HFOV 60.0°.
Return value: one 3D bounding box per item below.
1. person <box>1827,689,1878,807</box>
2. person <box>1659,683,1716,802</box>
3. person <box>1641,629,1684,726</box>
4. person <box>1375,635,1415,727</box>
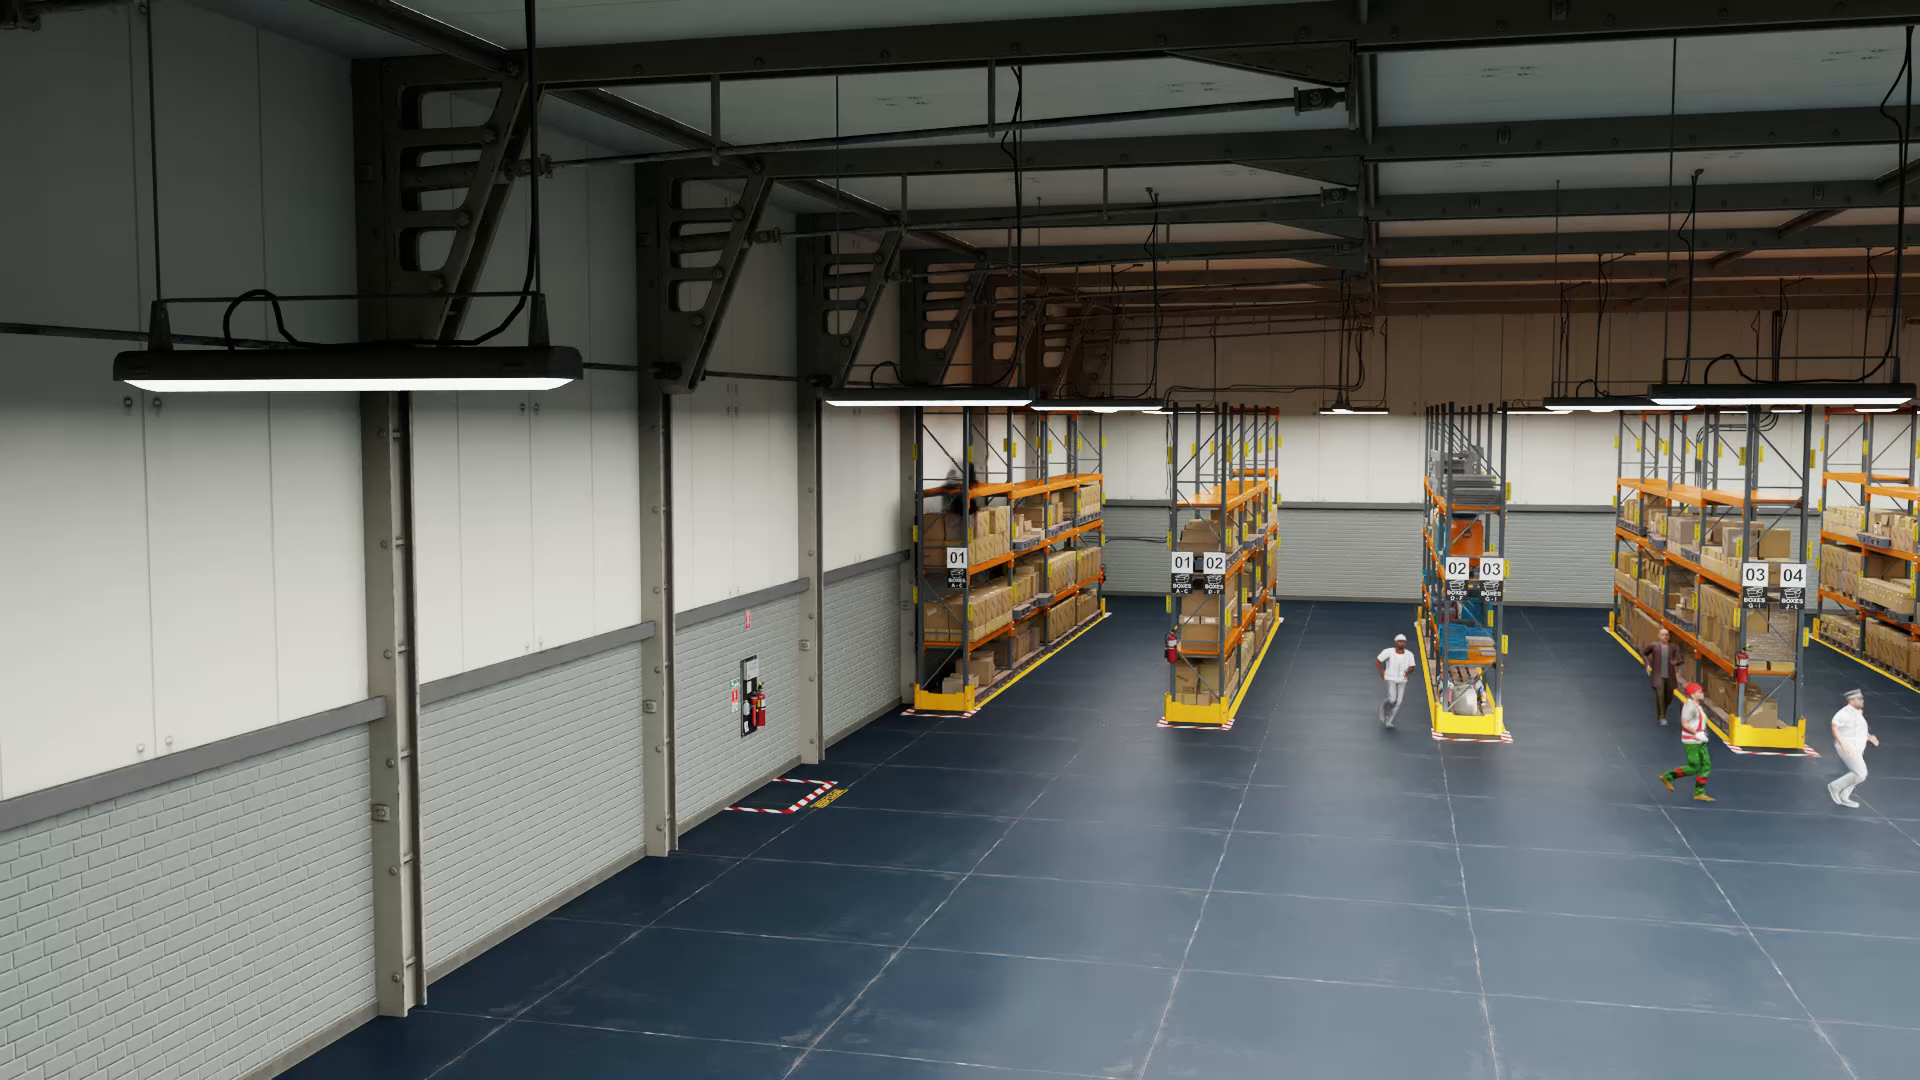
[{"bbox_3d":[13.133,3.049,24.439,0.594,1.744,0.675,4,6,44],"label":"person"},{"bbox_3d":[10.910,3.012,24.875,0.783,1.763,0.662,3,5,35],"label":"person"},{"bbox_3d":[13.112,2.536,31.020,0.714,1.754,1.028,1,4,12],"label":"person"},{"bbox_3d":[8.074,2.601,30.711,0.680,1.721,0.553,0,4,-4],"label":"person"}]
